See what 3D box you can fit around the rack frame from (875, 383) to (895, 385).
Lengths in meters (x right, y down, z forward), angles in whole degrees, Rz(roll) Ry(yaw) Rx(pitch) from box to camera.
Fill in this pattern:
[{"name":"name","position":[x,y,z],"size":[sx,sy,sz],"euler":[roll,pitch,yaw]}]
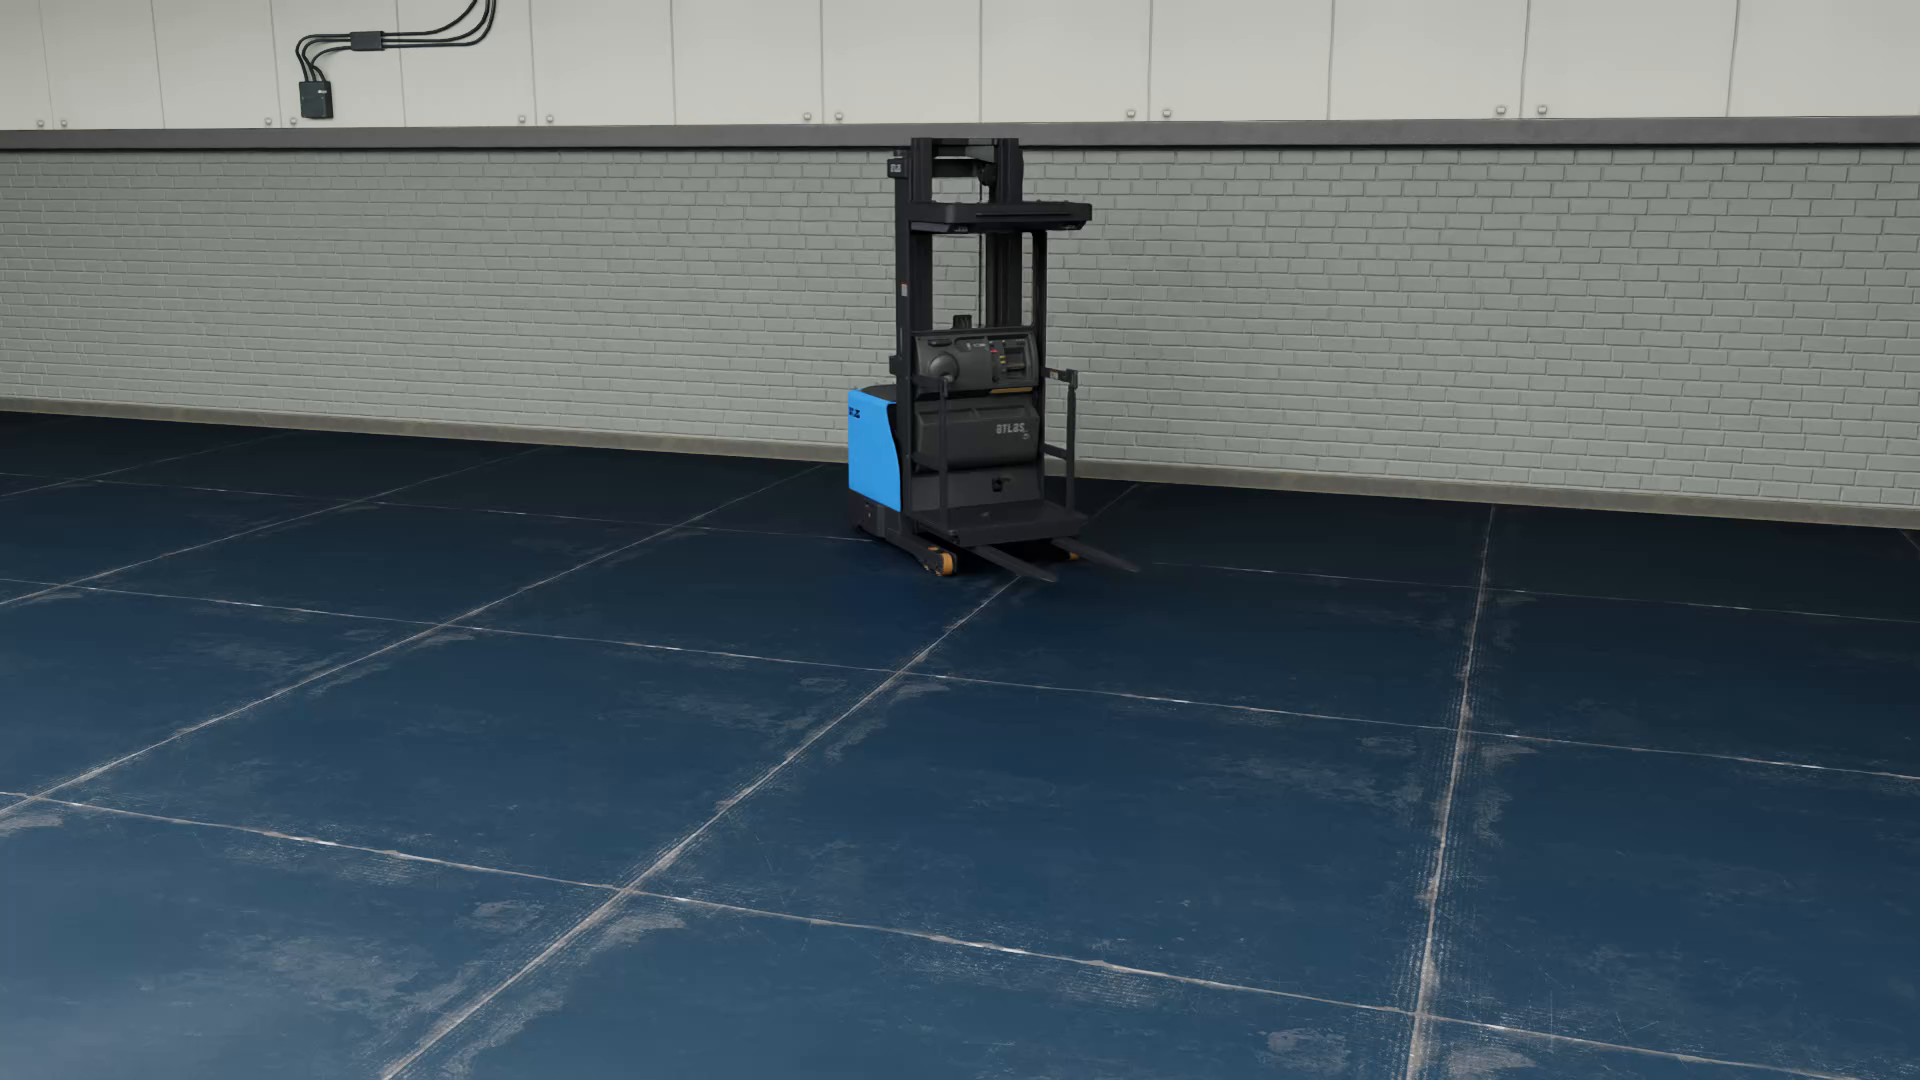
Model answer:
[{"name":"rack frame","position":[-0.563,-0.733,13.304],"size":[0.200,1.050,0.008],"euler":[4,12,39]}]

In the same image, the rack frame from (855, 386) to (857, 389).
[{"name":"rack frame","position":[-0.714,-0.691,13.117],"size":[0.200,1.050,0.008],"euler":[4,12,39]}]

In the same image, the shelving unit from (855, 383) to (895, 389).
[{"name":"shelving unit","position":[-0.638,-0.712,13.211],"size":[0.215,1.050,0.252],"euler":[4,12,39]}]

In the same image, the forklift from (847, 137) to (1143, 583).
[{"name":"forklift","position":[0.217,-1.288,11.546],"size":[1.130,2.935,3.031],"euler":[-6,14,-25]}]

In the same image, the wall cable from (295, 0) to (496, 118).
[{"name":"wall cable","position":[-5.518,-7.098,15.719],"size":[2.305,6.003,0.169],"euler":[4,14,18]}]
